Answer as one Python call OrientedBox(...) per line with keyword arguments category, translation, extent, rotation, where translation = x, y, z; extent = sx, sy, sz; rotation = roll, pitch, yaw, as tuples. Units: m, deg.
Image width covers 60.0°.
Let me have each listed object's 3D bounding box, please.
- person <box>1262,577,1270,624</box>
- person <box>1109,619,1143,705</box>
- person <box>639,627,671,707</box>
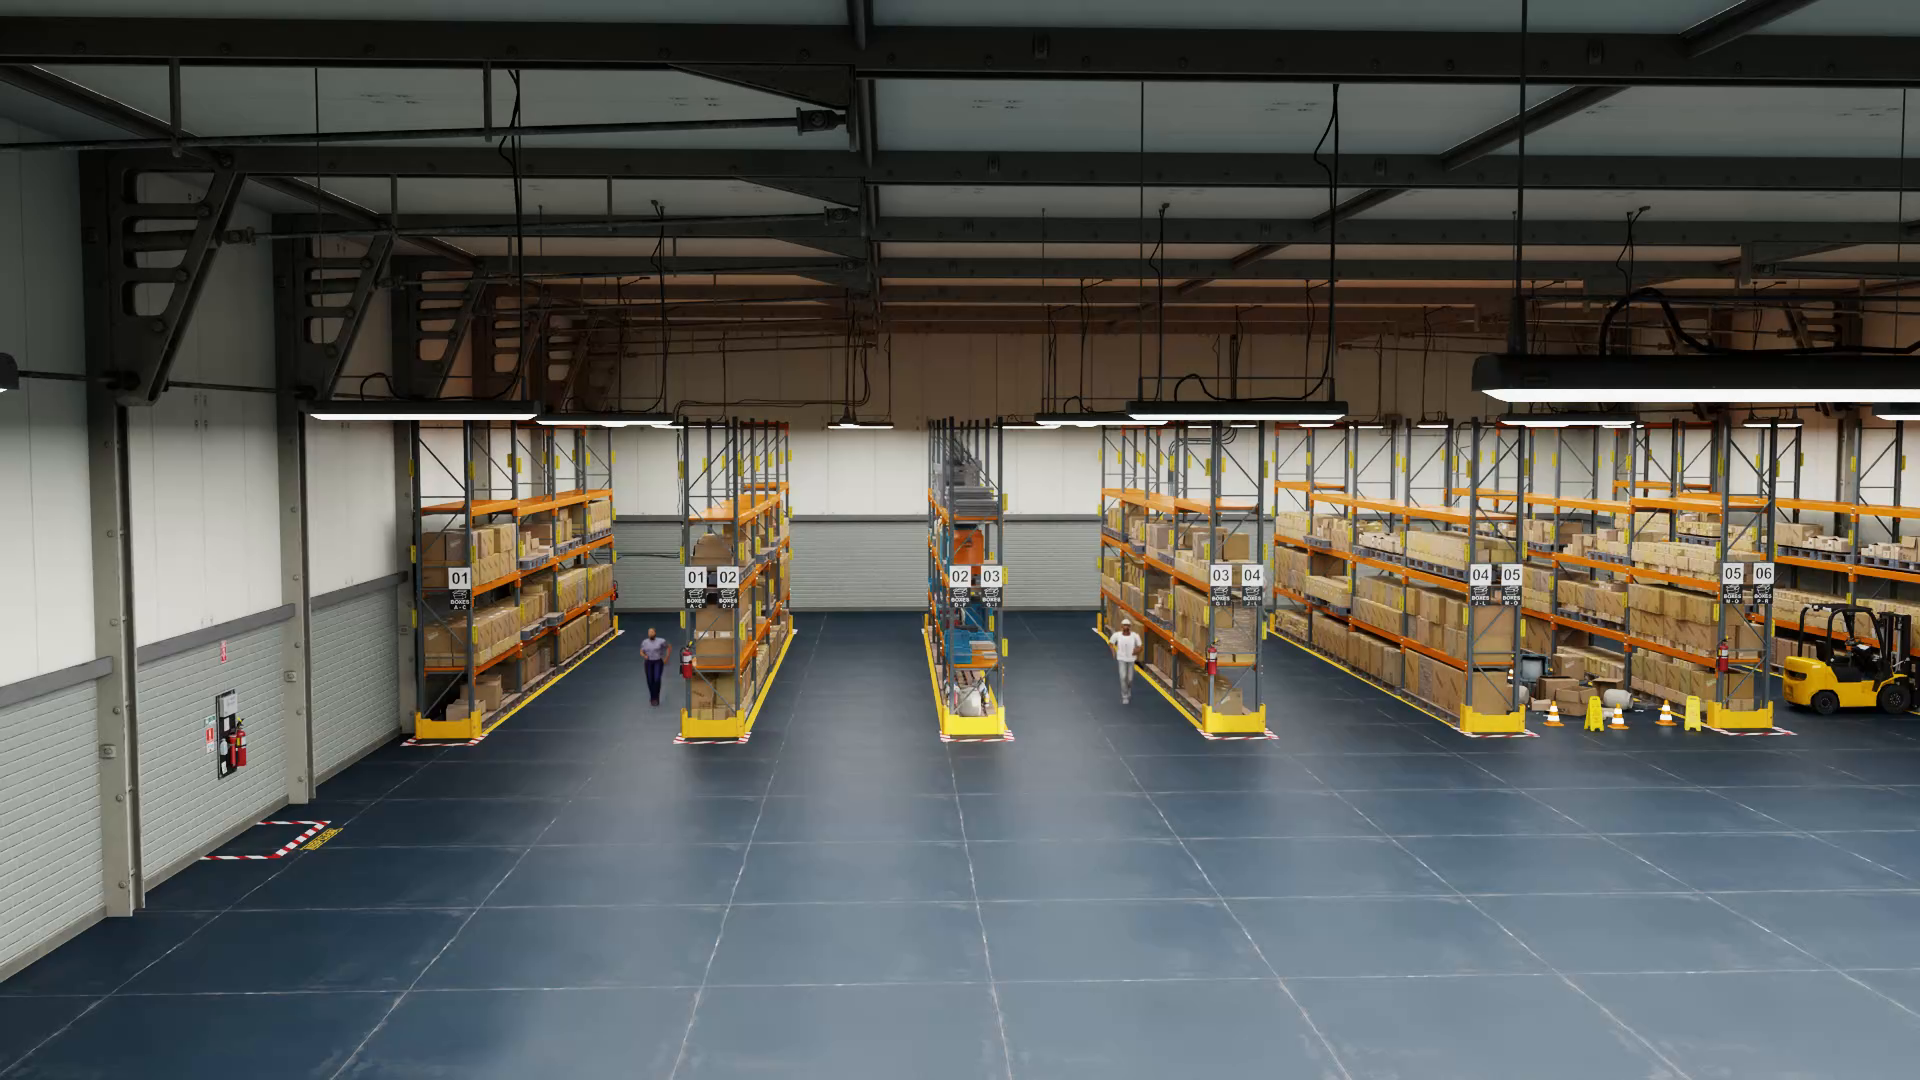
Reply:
OrientedBox(category="person", translation=(8.719, 1.678, 48.531), extent=(0.912, 1.780, 0.704), rotation=(-2, 4, -27))
OrientedBox(category="person", translation=(3.509, 2.541, 35.115), extent=(0.704, 1.766, 0.896), rotation=(0, 4, 1))
OrientedBox(category="person", translation=(-6.400, 2.663, 34.814), extent=(0.610, 1.656, 0.706), rotation=(0, 4, 3))
